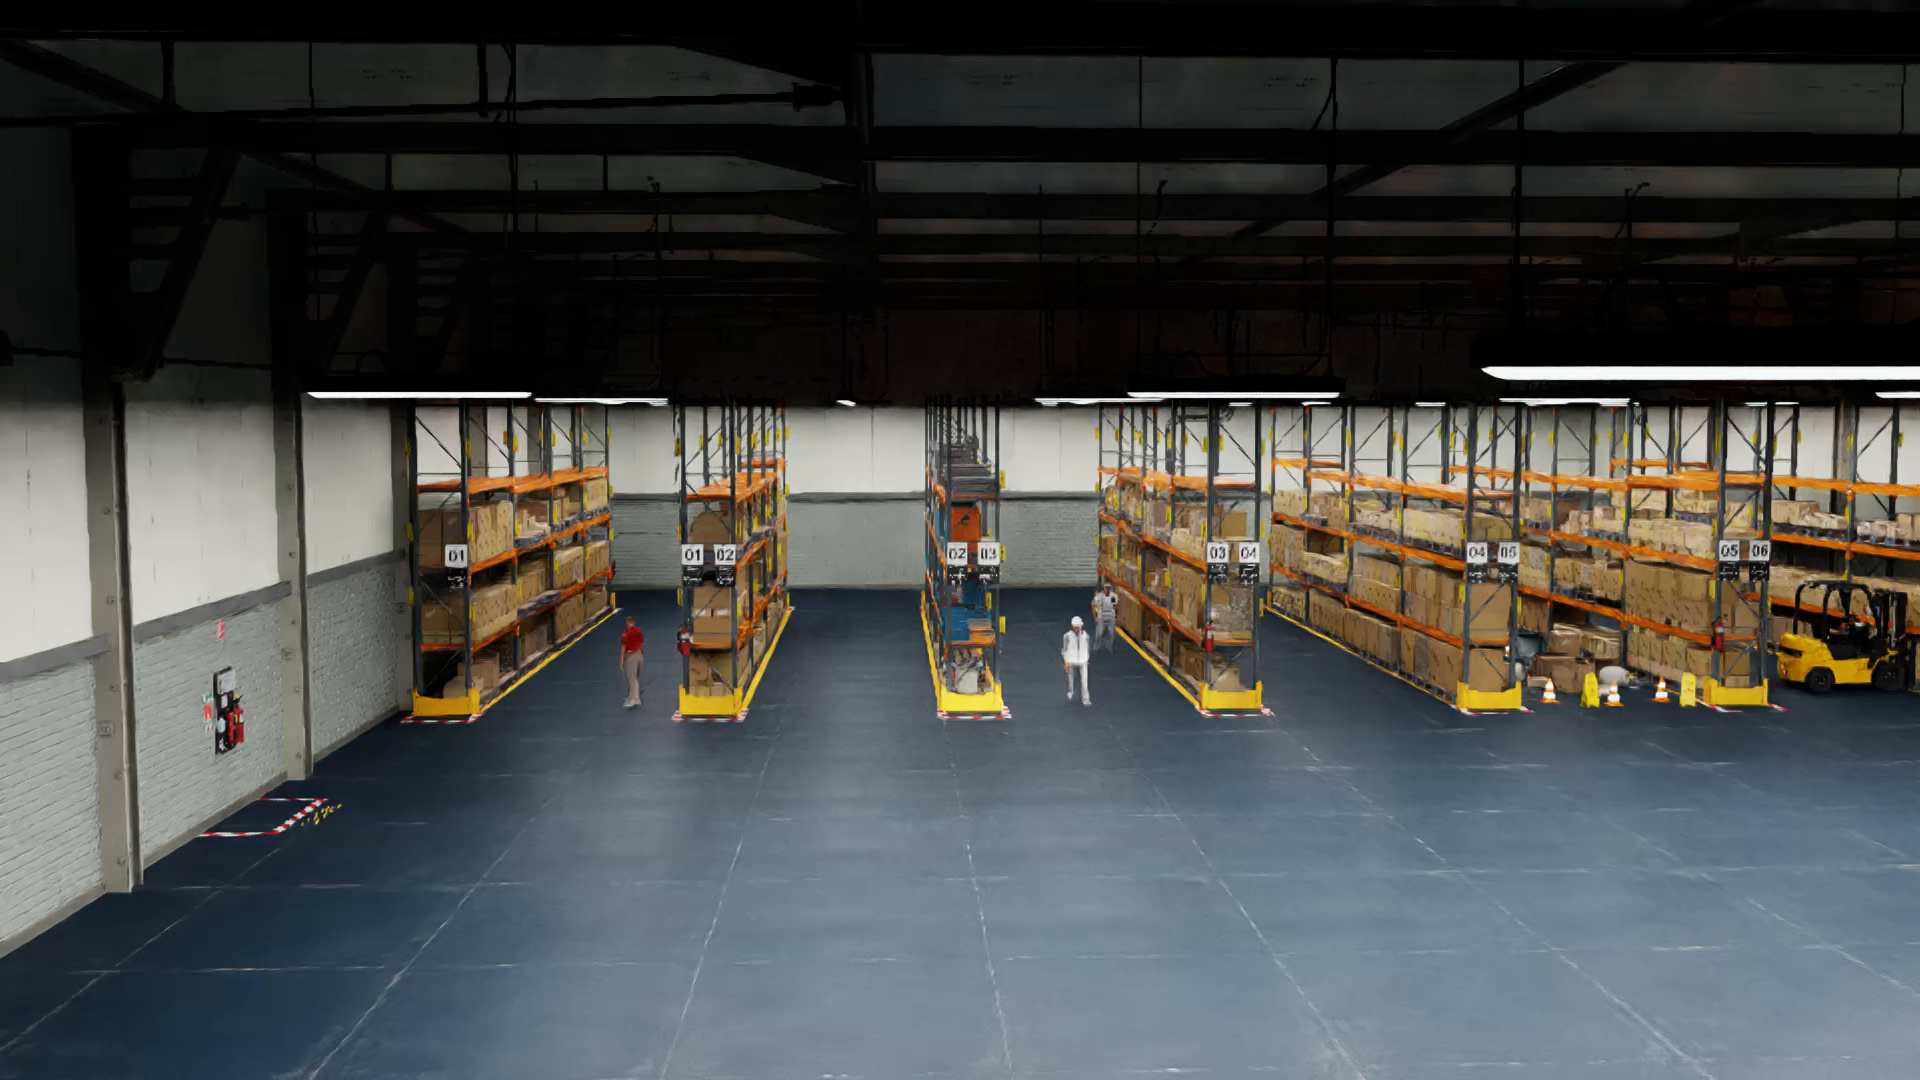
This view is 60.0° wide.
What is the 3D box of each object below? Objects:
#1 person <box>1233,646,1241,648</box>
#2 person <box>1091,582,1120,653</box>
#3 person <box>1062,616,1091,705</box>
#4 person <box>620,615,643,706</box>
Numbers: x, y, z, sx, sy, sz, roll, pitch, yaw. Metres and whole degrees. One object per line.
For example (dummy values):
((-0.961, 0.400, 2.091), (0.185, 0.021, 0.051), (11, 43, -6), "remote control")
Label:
((6.446, 1.702, 39.918), (0.553, 1.709, 1.123), (0, 5, -1), "person")
((3.404, 1.803, 38.854), (0.682, 1.715, 0.536), (0, 5, -4), "person")
((2.248, 2.315, 32.184), (0.546, 1.695, 1.105), (0, 5, -4), "person")
((-6.370, 2.309, 32.142), (0.593, 1.719, 0.651), (2, 5, 23), "person")
